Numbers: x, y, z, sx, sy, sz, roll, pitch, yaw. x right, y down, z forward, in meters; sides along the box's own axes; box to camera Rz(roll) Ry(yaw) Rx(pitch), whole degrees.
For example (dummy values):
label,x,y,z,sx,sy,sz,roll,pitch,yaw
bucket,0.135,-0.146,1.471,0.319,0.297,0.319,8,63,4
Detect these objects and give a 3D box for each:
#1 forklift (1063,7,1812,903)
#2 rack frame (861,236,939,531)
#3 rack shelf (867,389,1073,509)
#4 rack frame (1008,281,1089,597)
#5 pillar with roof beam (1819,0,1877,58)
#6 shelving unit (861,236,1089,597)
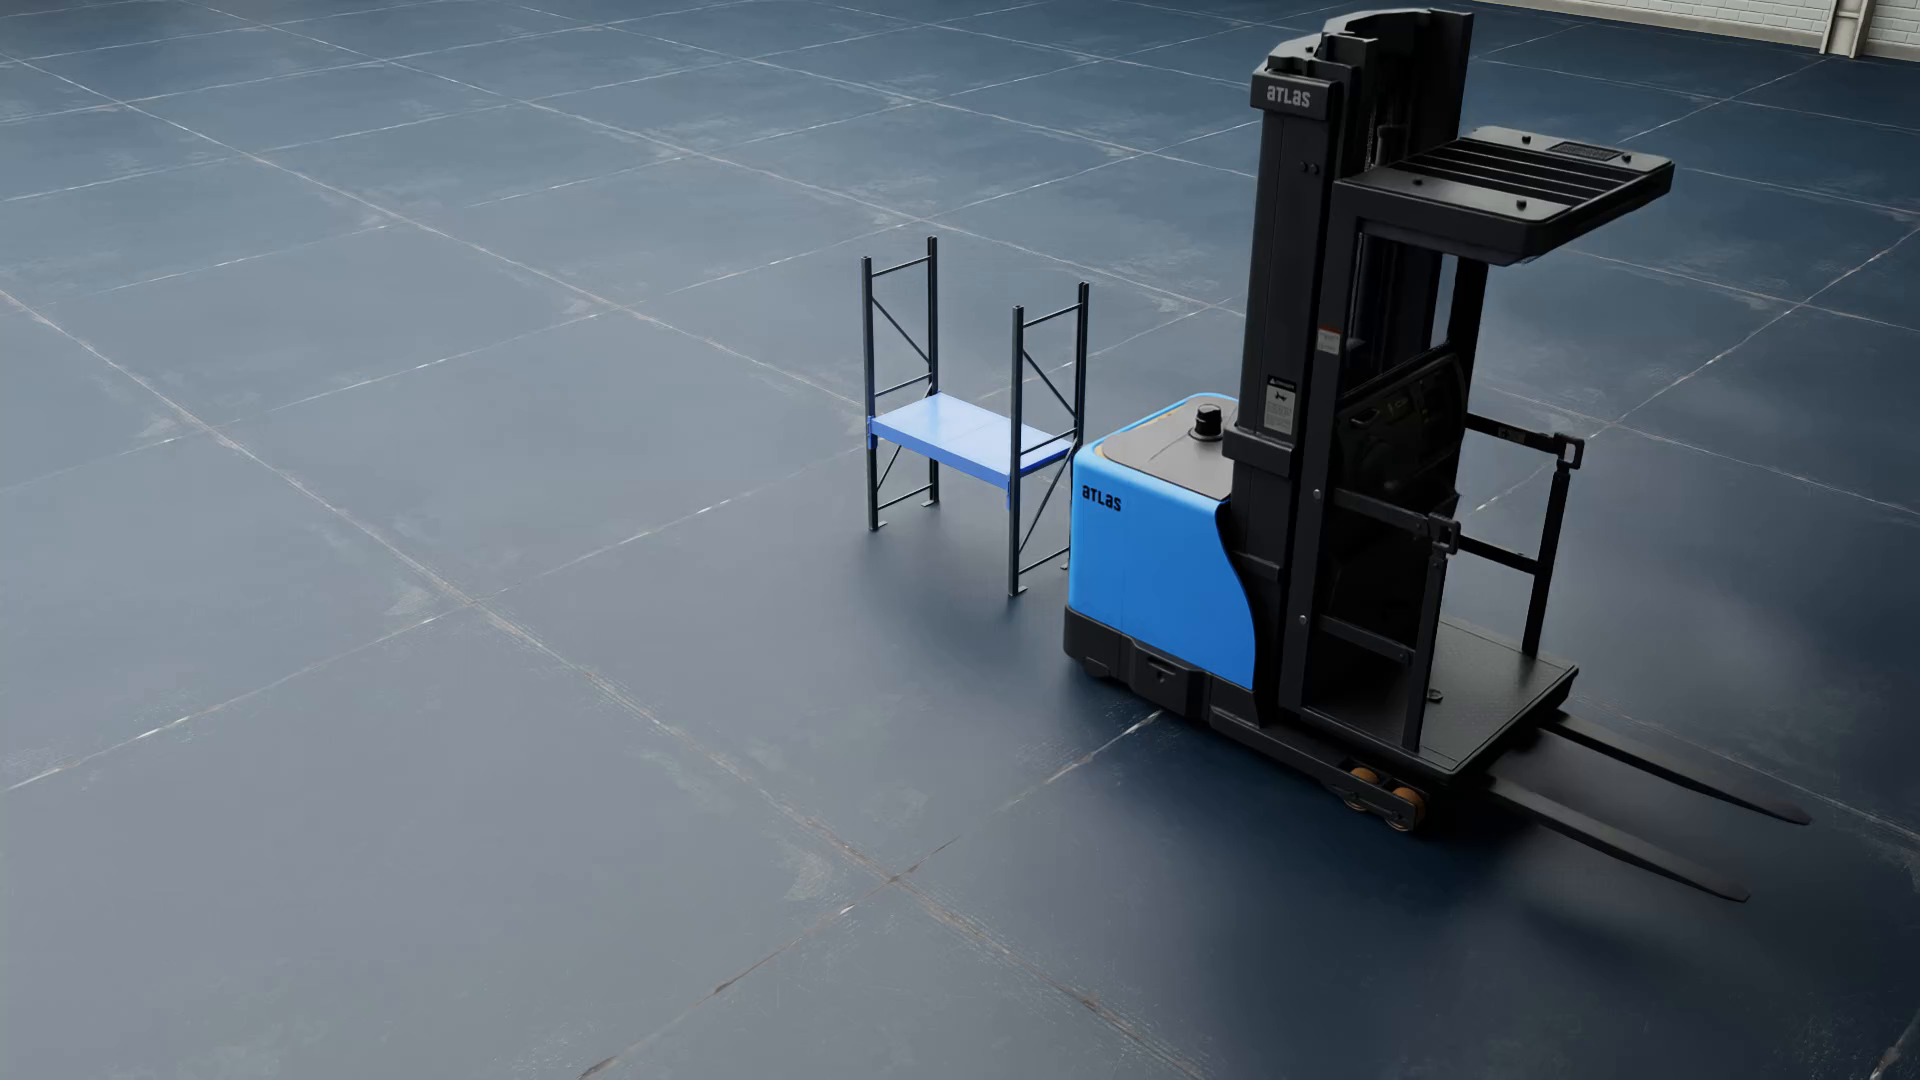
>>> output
label,x,y,z,sx,sy,sz,roll,pitch,yaw
forklift,1.891,-0.424,6.407,3.031,2.935,1.130,24,36,38
rack frame,-0.302,-0.802,8.663,0.032,1.500,0.500,25,36,38
rack shelf,0.061,-0.477,8.432,1.000,0.185,0.538,25,36,38
rack frame,0.423,-0.470,8.033,0.032,1.500,0.500,25,36,38
pillar with roof beam,7.438,-8.327,14.918,0.400,9.000,9.100,25,36,38
shelving unit,0.061,-0.636,8.348,1.048,1.500,0.538,25,36,38
